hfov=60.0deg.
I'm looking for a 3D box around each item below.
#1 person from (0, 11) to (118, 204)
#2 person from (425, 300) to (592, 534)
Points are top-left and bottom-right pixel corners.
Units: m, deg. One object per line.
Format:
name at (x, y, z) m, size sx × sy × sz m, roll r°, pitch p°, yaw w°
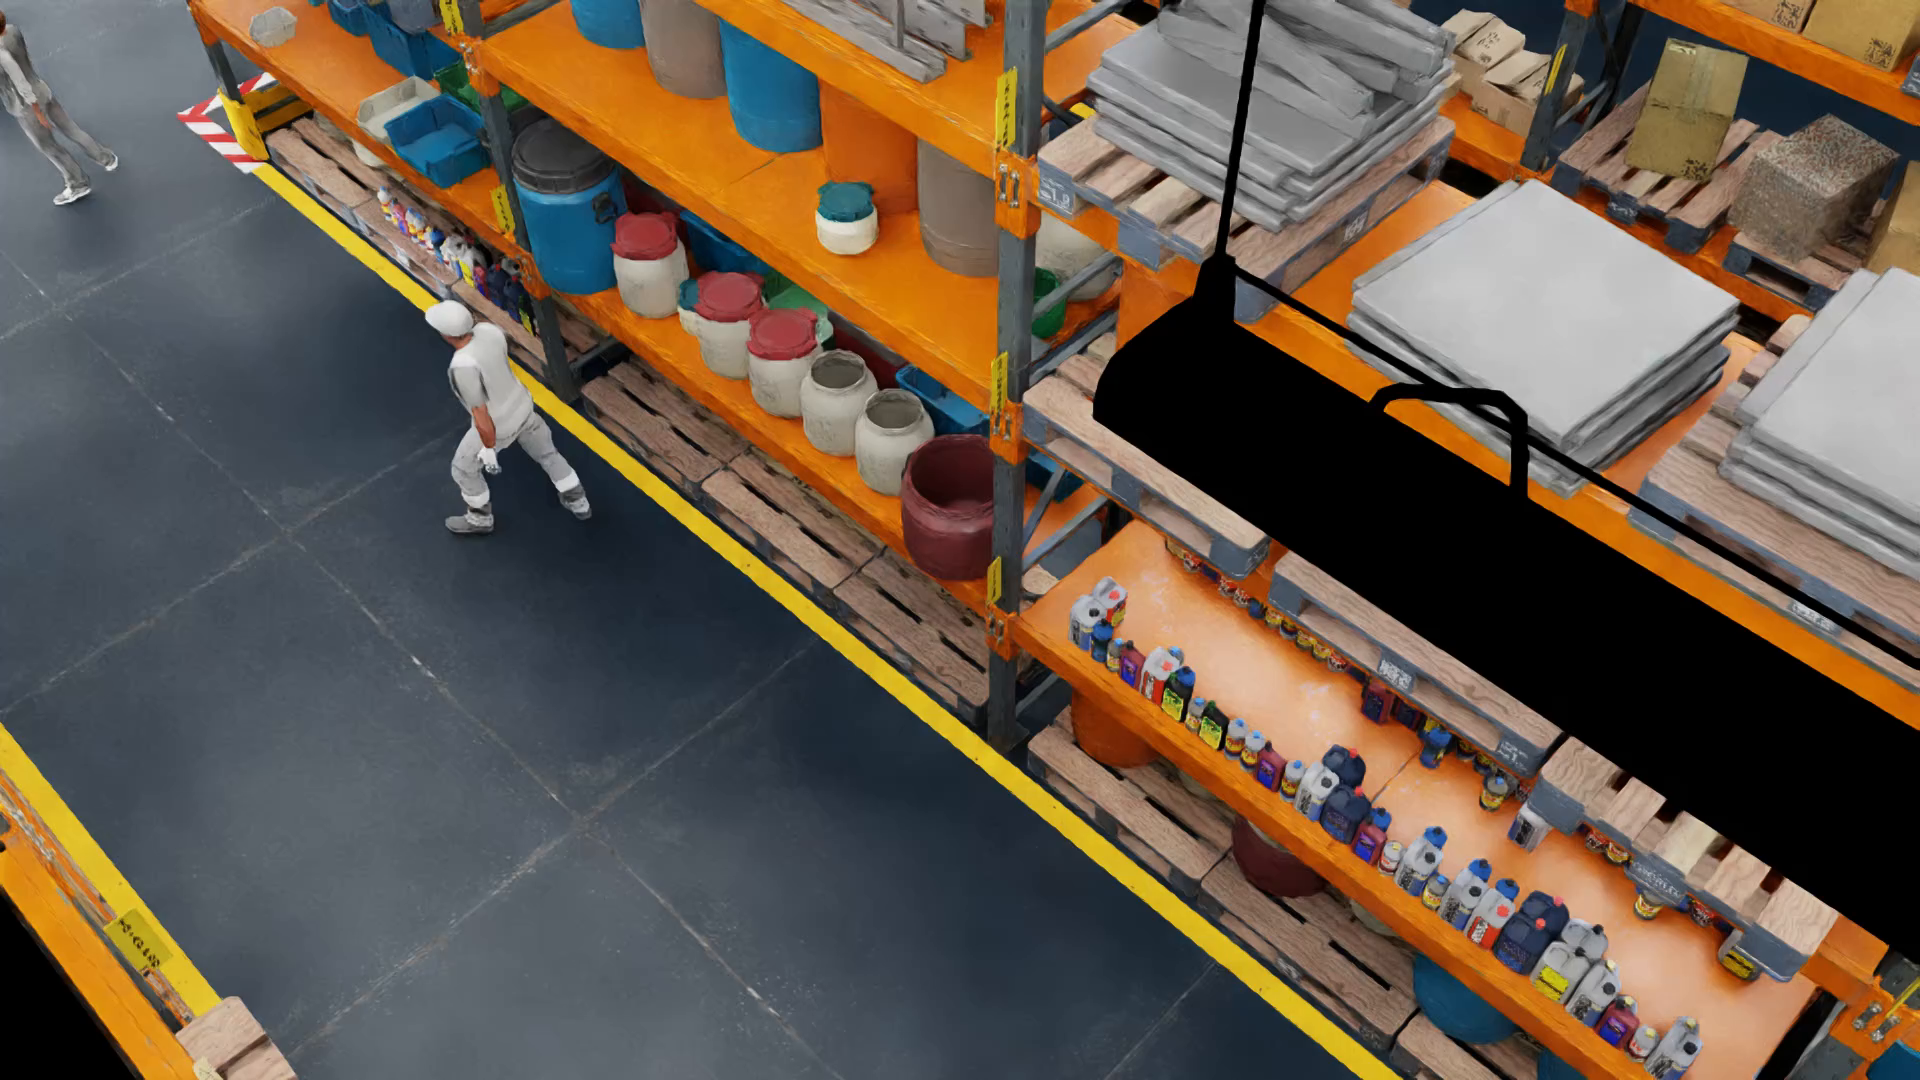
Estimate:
person at (-6.652, -3.243, 12.079) m, size 0.448 × 1.591 × 0.593 m, roll -4°, pitch 50°, yaw -3°
person at (-2.742, -0.722, 9.860) m, size 0.792 × 1.722 × 0.668 m, roll 16°, pitch 52°, yaw 13°
